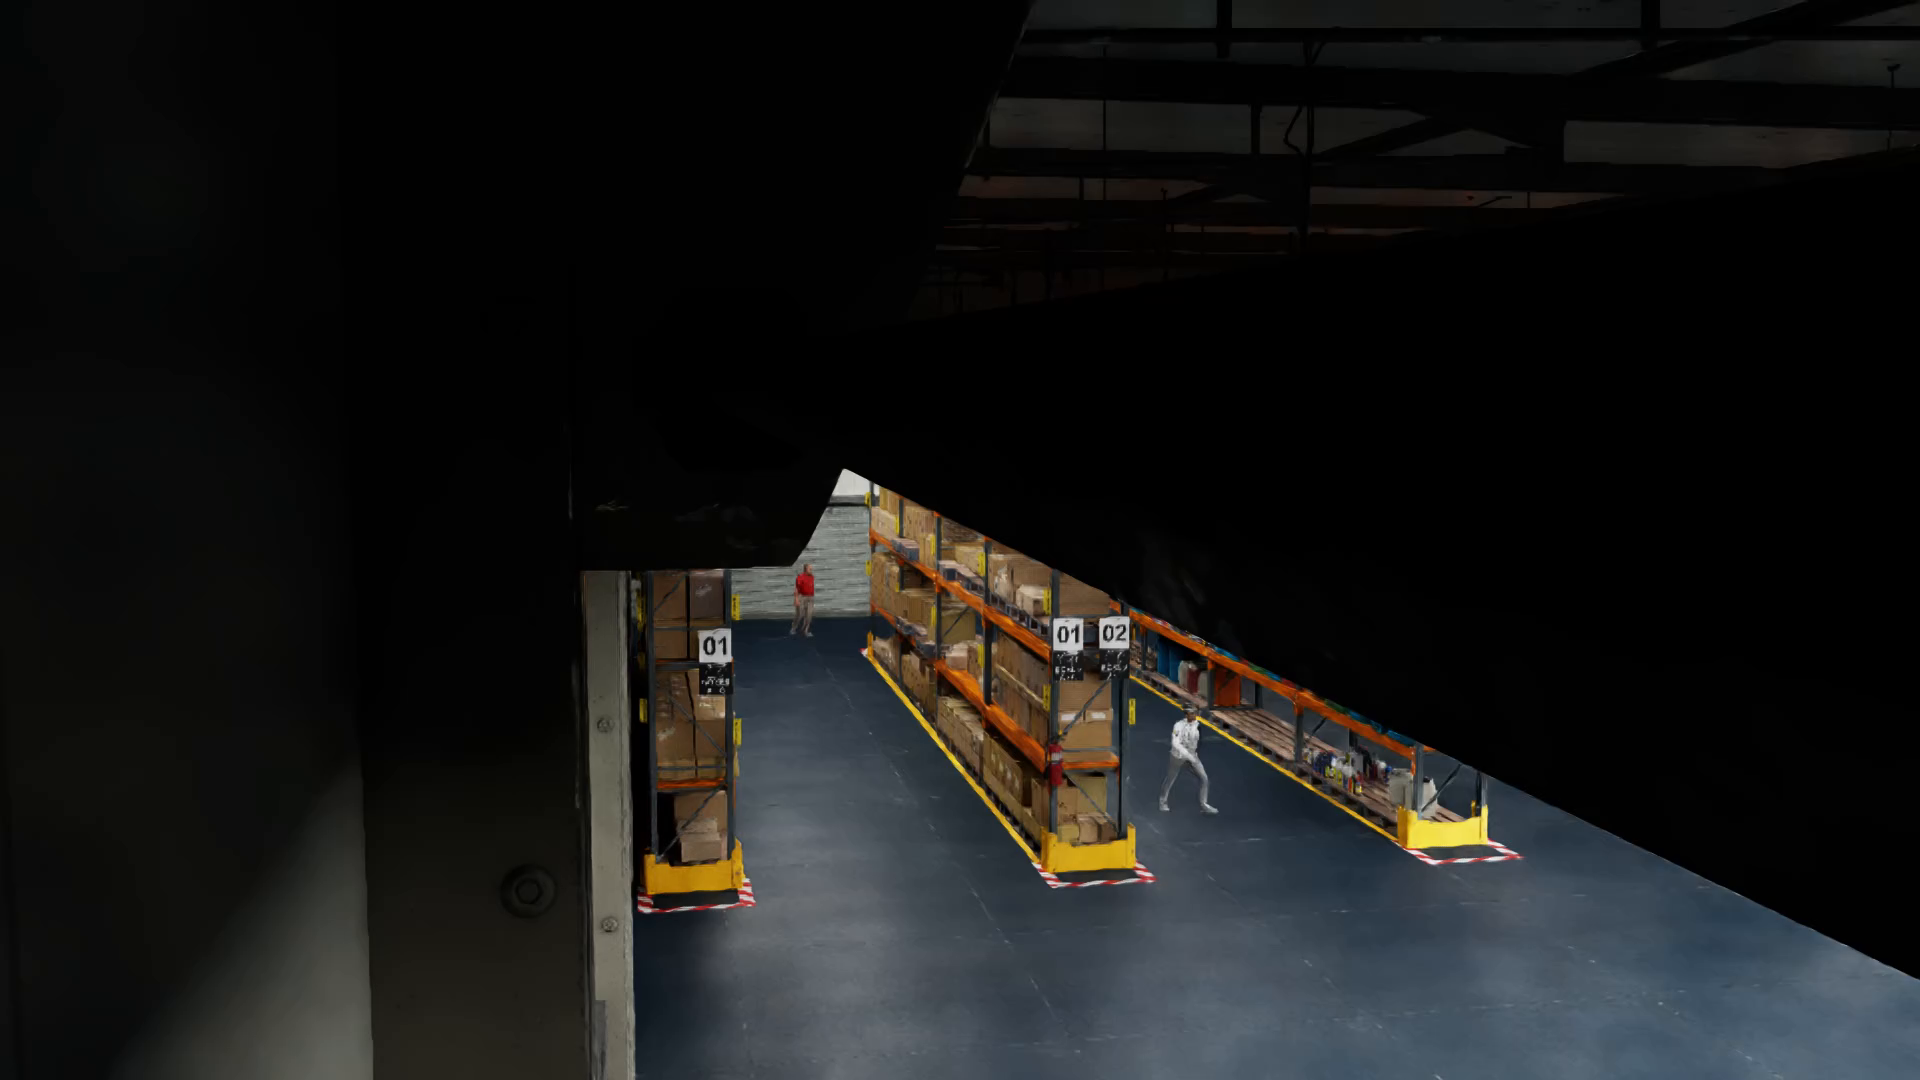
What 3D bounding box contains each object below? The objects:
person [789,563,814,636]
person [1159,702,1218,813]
[{"bbox_3d":[-3.720,1.397,39.142,0.567,1.714,0.601,6,8,43],"label":"person"},{"bbox_3d":[3.190,3.063,23.575,0.642,1.612,0.787,-3,7,-30],"label":"person"}]
